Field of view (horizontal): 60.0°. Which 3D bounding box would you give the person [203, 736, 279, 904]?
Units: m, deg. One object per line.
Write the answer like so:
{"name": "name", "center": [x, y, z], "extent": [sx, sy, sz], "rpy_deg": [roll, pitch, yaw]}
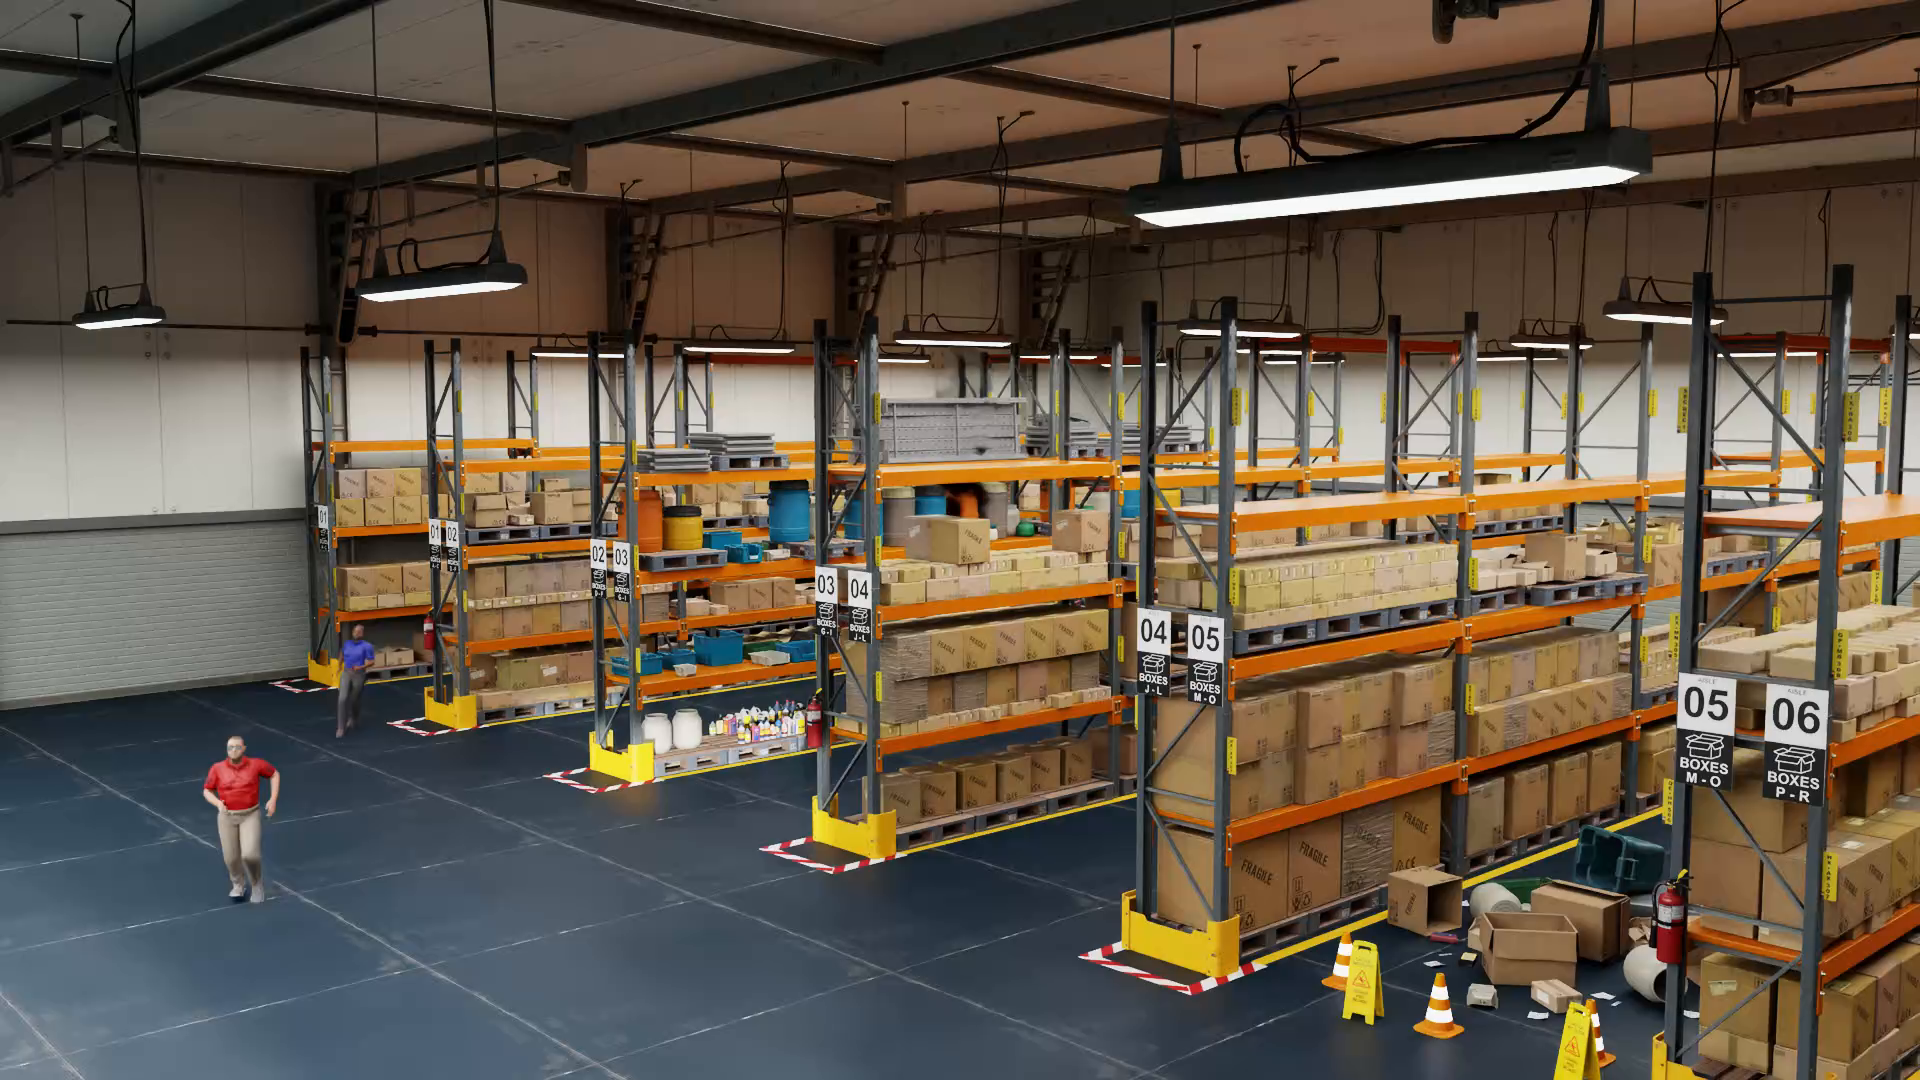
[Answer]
{"name": "person", "center": [-7.260, 2.853, 16.793], "extent": [0.693, 1.760, 0.702], "rpy_deg": [-1, 5, -16]}

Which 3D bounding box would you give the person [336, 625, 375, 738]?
{"name": "person", "center": [-9.215, 2.116, 25.310], "extent": [0.604, 1.649, 0.868], "rpy_deg": [0, 5, -5]}
